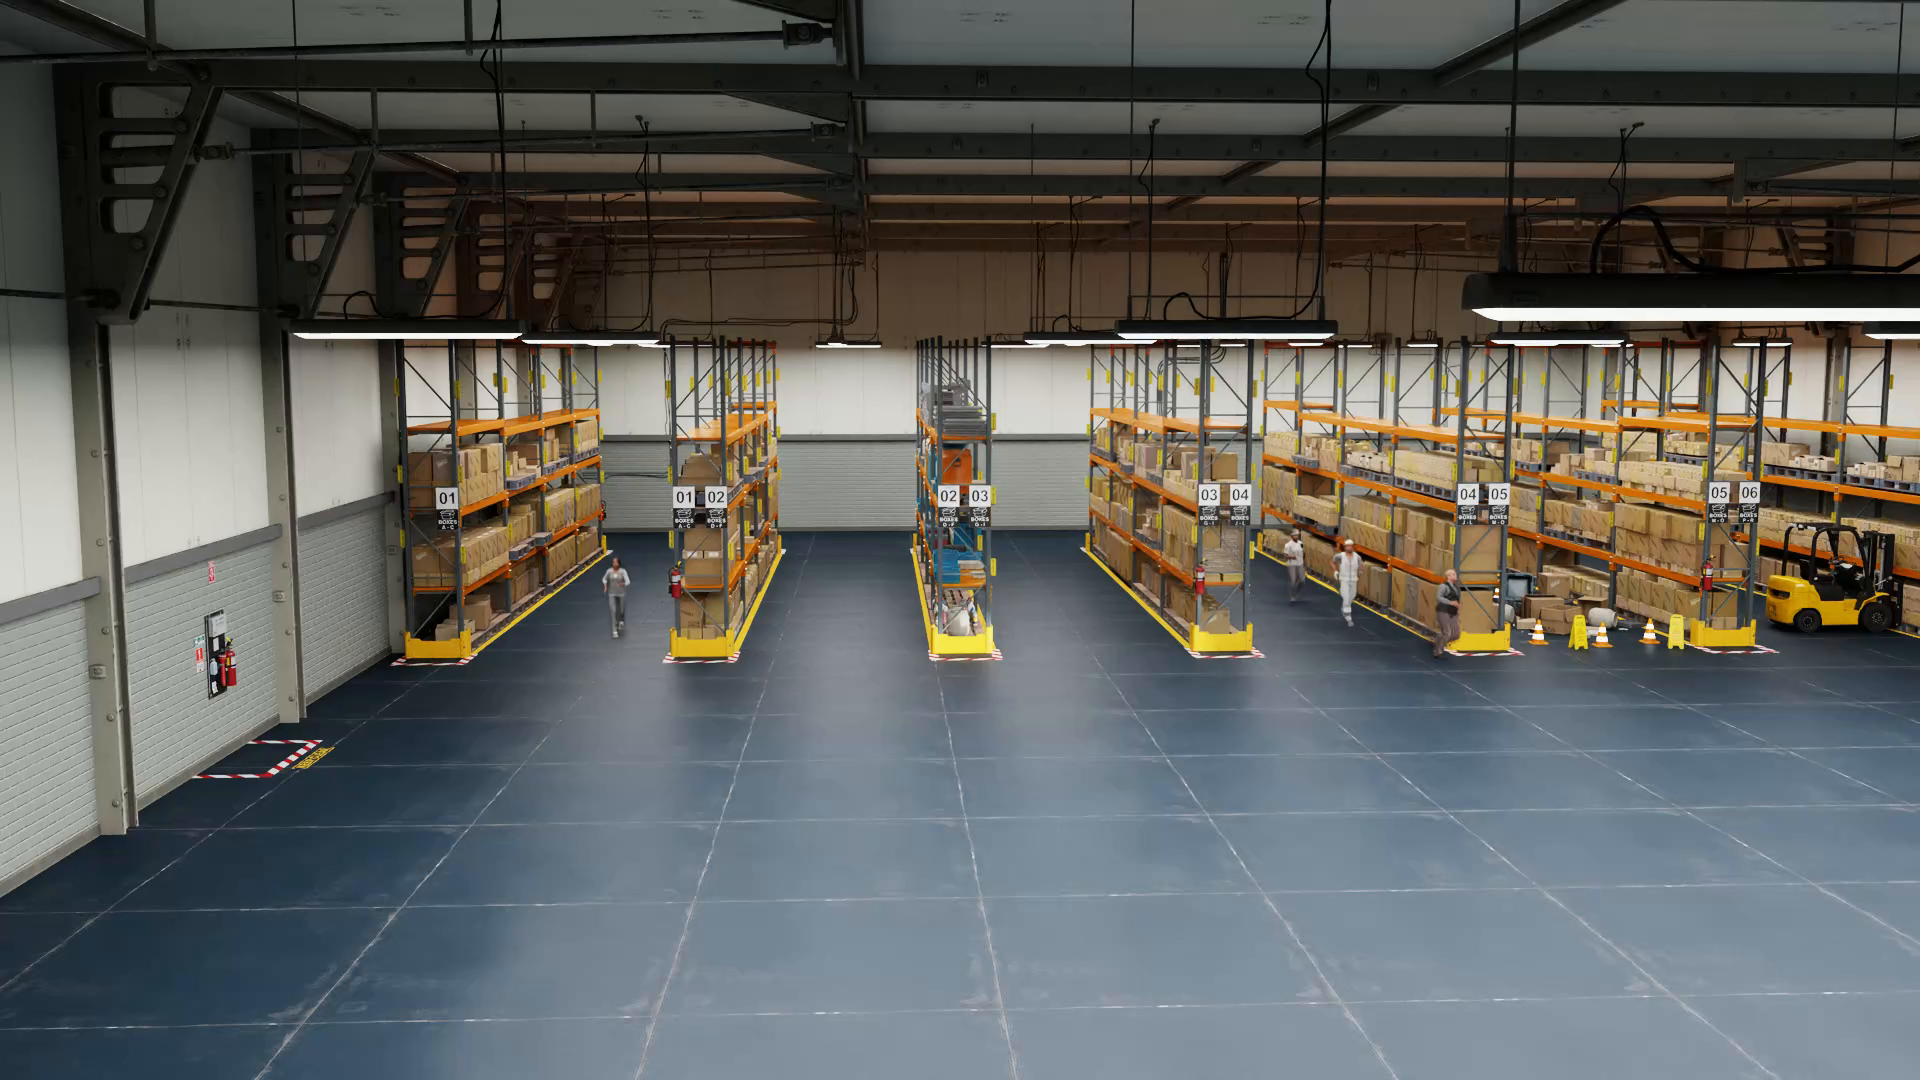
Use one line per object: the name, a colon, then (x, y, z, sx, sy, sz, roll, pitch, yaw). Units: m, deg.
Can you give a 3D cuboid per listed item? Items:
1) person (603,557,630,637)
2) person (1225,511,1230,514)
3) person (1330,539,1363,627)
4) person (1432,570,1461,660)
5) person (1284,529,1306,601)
person: (-6.919, 1.121, 33.491, 0.543, 1.575, 0.878, -1, 7, -10)
person: (7.751, -0.624, 48.683, 0.685, 1.718, 0.754, -6, 9, -40)
person: (8.127, 0.877, 34.861, 0.656, 1.790, 0.983, -1, 7, -5)
person: (9.123, 1.384, 30.974, 0.679, 1.668, 0.611, -6, 9, -43)
person: (7.686, 0.583, 37.947, 0.563, 1.658, 0.572, -1, 7, -11)
